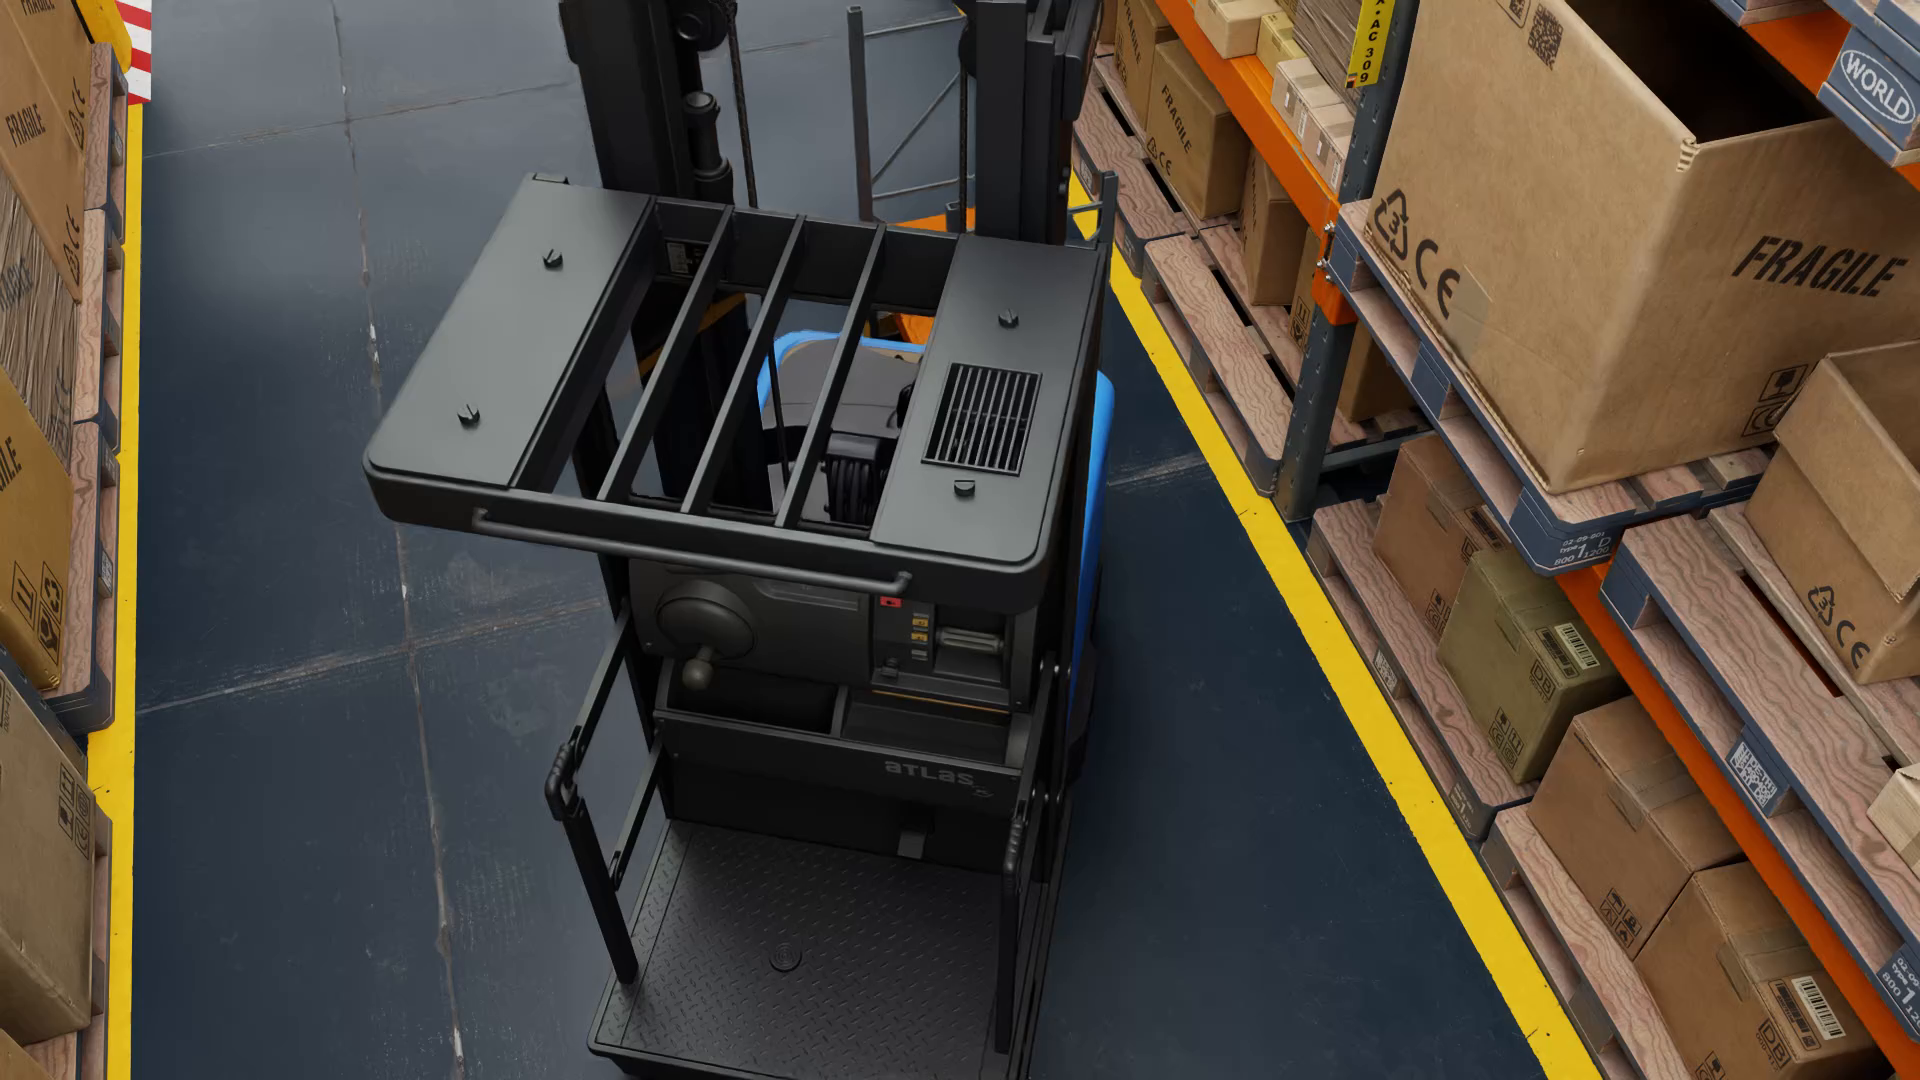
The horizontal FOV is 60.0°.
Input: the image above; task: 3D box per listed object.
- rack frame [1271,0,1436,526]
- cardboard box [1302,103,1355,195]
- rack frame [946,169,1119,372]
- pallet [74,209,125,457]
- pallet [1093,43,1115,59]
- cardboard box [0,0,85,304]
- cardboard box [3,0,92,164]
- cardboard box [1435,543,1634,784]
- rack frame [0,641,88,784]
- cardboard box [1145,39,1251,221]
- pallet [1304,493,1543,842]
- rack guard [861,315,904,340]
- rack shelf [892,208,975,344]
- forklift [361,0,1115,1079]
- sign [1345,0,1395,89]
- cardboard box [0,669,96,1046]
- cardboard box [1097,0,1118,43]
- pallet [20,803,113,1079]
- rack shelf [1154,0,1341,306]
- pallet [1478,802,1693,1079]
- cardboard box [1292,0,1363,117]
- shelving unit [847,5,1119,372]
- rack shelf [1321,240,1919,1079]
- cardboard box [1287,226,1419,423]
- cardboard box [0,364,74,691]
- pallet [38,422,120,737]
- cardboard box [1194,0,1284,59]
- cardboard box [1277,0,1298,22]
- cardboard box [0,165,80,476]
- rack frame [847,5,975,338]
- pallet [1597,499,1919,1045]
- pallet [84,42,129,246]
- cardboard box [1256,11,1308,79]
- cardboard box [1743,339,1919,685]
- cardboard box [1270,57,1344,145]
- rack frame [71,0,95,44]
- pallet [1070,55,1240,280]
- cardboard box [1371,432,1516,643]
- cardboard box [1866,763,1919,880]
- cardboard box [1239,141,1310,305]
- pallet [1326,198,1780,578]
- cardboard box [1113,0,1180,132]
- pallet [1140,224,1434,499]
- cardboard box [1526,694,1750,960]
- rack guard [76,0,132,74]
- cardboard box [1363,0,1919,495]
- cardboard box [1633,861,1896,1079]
[{"bbox_3d":[1.595,-1.175,4.779,1.000,3.000,0.127,-13,51,-11],"label":"rack frame"},{"bbox_3d":[1.251,-1.185,4.951,0.380,0.149,0.250,-13,51,-11],"label":"cardboard box"},{"bbox_3d":[0.203,-0.488,5.180,0.500,1.500,0.032,-14,51,-11],"label":"rack frame"},{"bbox_3d":[-3.687,-0.694,6.197,1.003,0.211,1.213,-13,51,-11],"label":"pallet"},{"bbox_3d":[0.641,-2.541,7.754,1.003,0.211,1.213,-13,51,-11],"label":"pallet"},{"bbox_3d":[-3.830,-1.377,6.064,0.875,0.875,0.875,-14,51,-12],"label":"cardboard box"},{"bbox_3d":[-4.092,-2.019,6.605,0.875,0.875,0.875,-13,51,-11],"label":"cardboard box"},{"bbox_3d":[1.880,0.295,4.887,0.700,0.500,0.500,-14,51,-11],"label":"cardboard box"},{"bbox_3d":[-3.173,-0.127,3.895,1.000,3.000,0.127,-13,51,-11],"label":"rack frame"},{"bbox_3d":[1.080,-1.658,6.546,0.500,0.500,0.500,-17,52,-14],"label":"cardboard box"},{"bbox_3d":[1.827,0.292,5.366,1.003,0.211,1.213,-13,51,-11],"label":"pallet"},{"bbox_3d":[-0.105,-0.810,6.269,0.587,0.250,0.087,-14,51,-11],"label":"rack guard"},{"bbox_3d":[0.046,-0.741,5.629,0.538,0.185,1.000,-14,51,-11],"label":"rack shelf"},{"bbox_3d":[-0.326,0.290,3.589,1.130,2.935,3.031,8,50,7],"label":"forklift"},{"bbox_3d":[1.079,-1.326,4.340,0.100,0.325,0.005,-13,51,-11],"label":"sign"},{"bbox_3d":[-2.903,0.895,4.230,1.050,0.750,0.750,-14,51,-11],"label":"cardboard box"},{"bbox_3d":[0.791,-2.537,7.288,0.500,0.500,0.500,-2,50,-1],"label":"cardboard box"},{"bbox_3d":[-2.872,1.318,4.501,1.003,0.211,1.213,-13,51,-11],"label":"pallet"},{"bbox_3d":[1.004,-2.404,6.285,1.077,0.370,4.000,-13,51,-11],"label":"rack shelf"},{"bbox_3d":[2.192,1.185,4.613,1.003,0.211,1.213,-13,51,-11],"label":"pallet"},{"bbox_3d":[1.521,-1.646,4.916,0.875,0.500,0.500,-13,51,-11],"label":"cardboard box"},{"bbox_3d":[0.048,-0.851,5.486,0.587,1.500,1.083,-14,51,-11],"label":"shelving unit"},{"bbox_3d":[2.187,0.518,3.822,1.077,0.370,4.000,-13,51,-11],"label":"rack shelf"},{"bbox_3d":[1.515,-0.806,5.828,0.500,0.500,0.500,-15,51,-12],"label":"cardboard box"},{"bbox_3d":[-3.292,-0.053,4.948,0.875,0.875,0.875,-13,51,-10],"label":"cardboard box"},{"bbox_3d":[-3.323,0.198,5.445,1.003,0.211,1.213,-13,51,-11],"label":"pallet"},{"bbox_3d":[0.989,-1.723,5.405,0.380,0.149,0.250,-13,51,-11],"label":"cardboard box"},{"bbox_3d":[1.407,-2.019,5.230,0.875,0.500,0.500,-13,51,-11],"label":"cardboard box"},{"bbox_3d":[-3.562,-0.711,5.502,0.875,0.875,0.875,-13,51,-11],"label":"cardboard box"},{"bbox_3d":[-0.111,-1.227,5.804,0.500,1.500,0.032,-14,51,-11],"label":"rack frame"},{"bbox_3d":[2.154,0.372,3.600,1.003,0.211,1.213,-13,51,-11],"label":"pallet"},{"bbox_3d":[-4.044,-1.584,6.947,1.003,0.211,1.213,-13,51,-11],"label":"pallet"},{"bbox_3d":[1.170,-1.566,5.272,0.380,0.149,0.250,-13,51,-11],"label":"cardboard box"},{"bbox_3d":[2.196,-0.098,3.529,0.797,0.503,0.637,-9,50,-7],"label":"cardboard box"},{"bbox_3d":[1.186,-1.369,5.107,0.380,0.149,0.250,-13,51,-11],"label":"cardboard box"},{"bbox_3d":[-4.355,-3.049,6.358,1.000,3.000,0.127,-13,51,-11],"label":"rack frame"},{"bbox_3d":[0.999,-1.651,7.004,1.003,0.211,1.213,-13,51,-11],"label":"pallet"},{"bbox_3d":[1.756,-0.058,5.184,0.700,0.500,0.500,-17,52,-14],"label":"cardboard box"},{"bbox_3d":[2.027,0.498,3.182,0.396,0.266,0.258,-15,51,-12],"label":"cardboard box"},{"bbox_3d":[1.339,-1.223,6.179,0.500,0.500,0.500,1,50,1],"label":"cardboard box"},{"bbox_3d":[1.683,-0.522,4.354,1.003,0.211,1.213,-13,51,-11],"label":"pallet"},{"bbox_3d":[0.958,-2.076,6.898,0.500,0.500,0.500,-9,50,-8],"label":"cardboard box"},{"bbox_3d":[1.363,-0.759,6.252,1.003,0.211,1.213,-13,51,-11],"label":"pallet"},{"bbox_3d":[2.045,0.703,4.542,0.700,0.500,0.500,-17,52,-14],"label":"cardboard box"},{"bbox_3d":[-4.363,-2.261,7.329,1.175,0.500,0.348,-13,51,-11],"label":"rack guard"},{"bbox_3d":[1.697,-0.892,3.873,1.000,1.000,1.000,-13,51,-11],"label":"cardboard box"},{"bbox_3d":[2.211,1.111,4.199,0.700,0.500,0.500,-9,51,-8],"label":"cardboard box"}]
